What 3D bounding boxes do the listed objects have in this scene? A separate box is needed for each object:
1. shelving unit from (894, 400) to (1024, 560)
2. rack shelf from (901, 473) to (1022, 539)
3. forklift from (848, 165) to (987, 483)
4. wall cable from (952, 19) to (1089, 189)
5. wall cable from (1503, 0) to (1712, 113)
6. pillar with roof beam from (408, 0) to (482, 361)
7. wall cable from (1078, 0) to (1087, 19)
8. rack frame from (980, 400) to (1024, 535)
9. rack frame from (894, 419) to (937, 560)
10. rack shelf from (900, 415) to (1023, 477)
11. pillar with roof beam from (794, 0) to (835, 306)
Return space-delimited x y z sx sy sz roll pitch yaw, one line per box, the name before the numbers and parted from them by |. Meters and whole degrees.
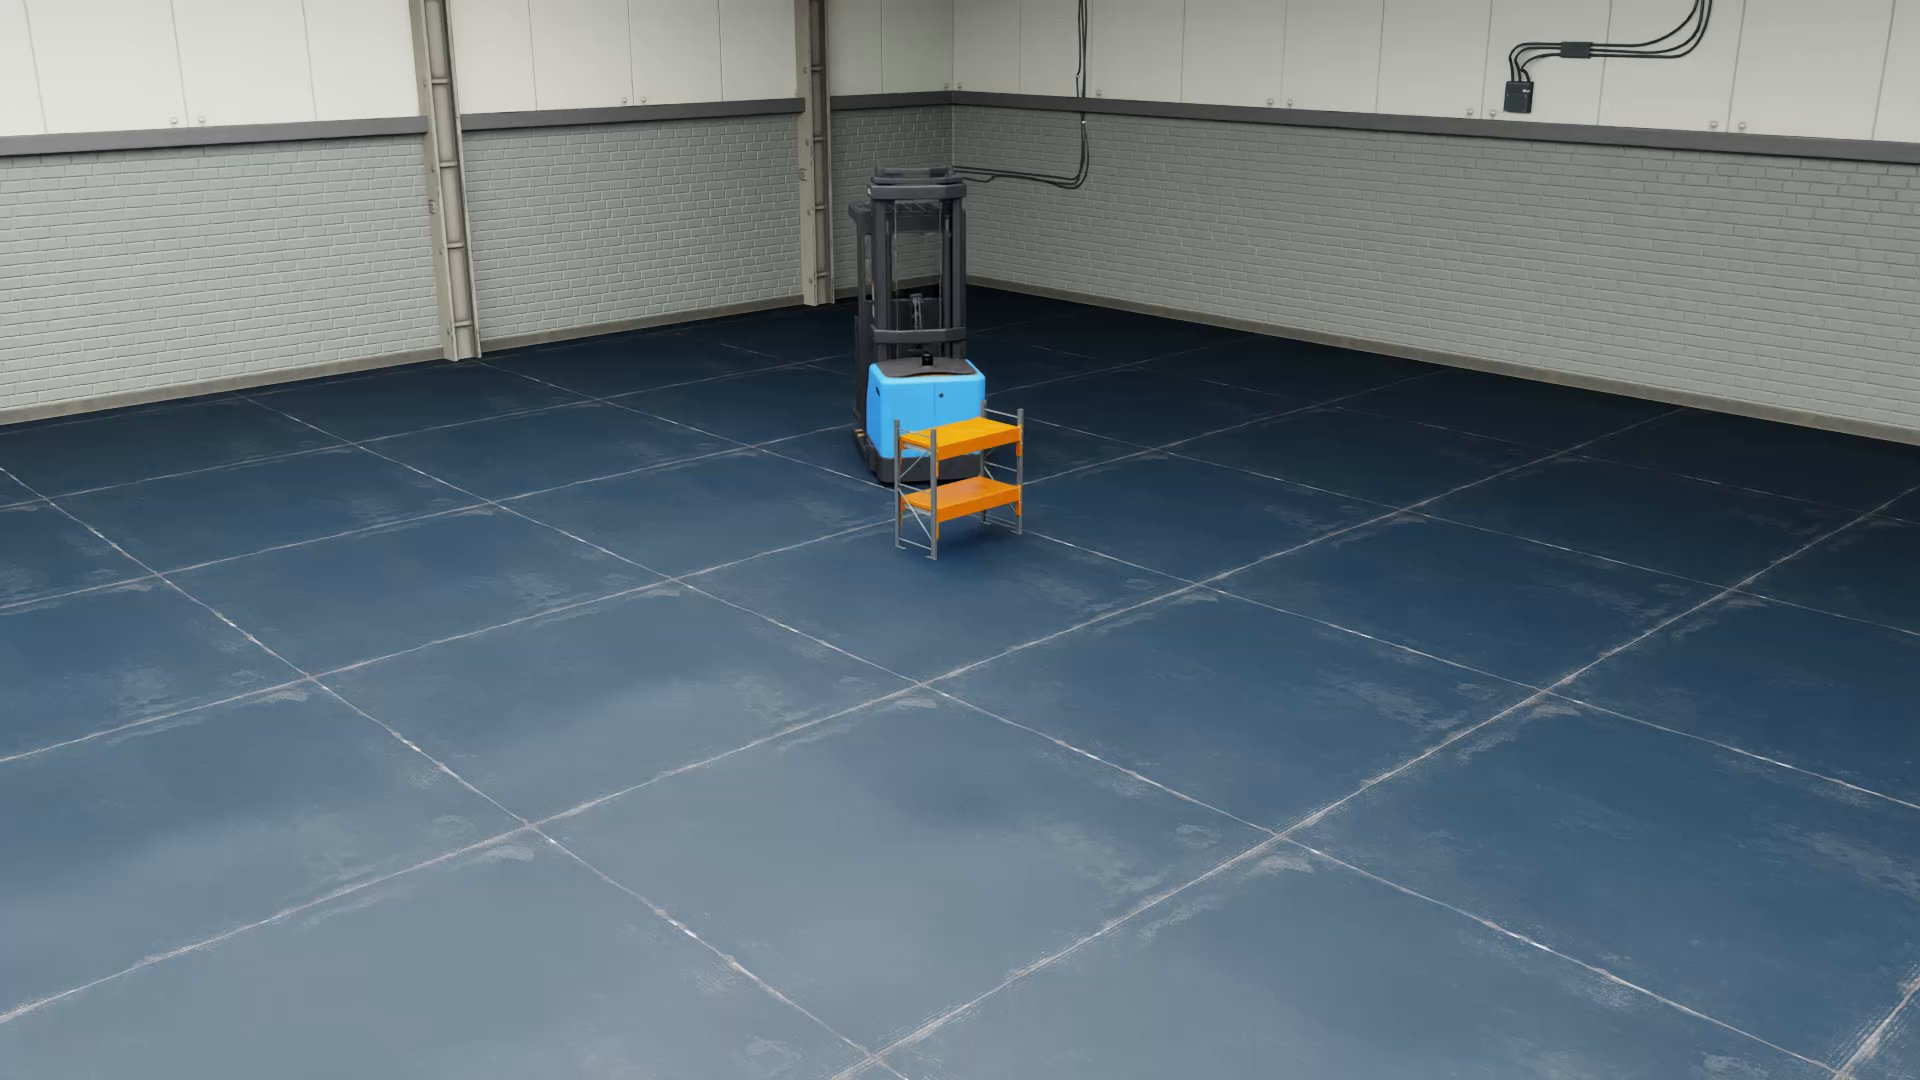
shelving unit | -0.005 -0.534 14.307 1.048 1.125 0.538 -16 24 -41
rack shelf | -0.005 -0.301 14.382 1.000 0.278 0.538 -16 24 -41
forklift | -0.530 -2.359 17.008 1.130 2.935 3.031 -3 18 -11
wall cable | 0.857 -6.808 25.925 0.112 2.526 3.097 -16 24 -41
wall cable | 7.368 -7.772 18.350 0.169 6.003 2.305 -16 24 -41
pillar with roof beam | -3.594 -5.721 17.538 0.400 9.000 9.100 -16 24 -41
wall cable | 2.715 -8.604 23.277 0.112 2.526 3.097 -16 24 -41
rack frame | 0.364 -0.641 14.639 0.032 1.125 0.500 -16 24 -41
rack frame | -0.374 -0.426 13.975 0.032 1.125 0.500 -16 24 -41
rack shelf | -0.005 -0.812 14.217 1.000 0.278 0.538 -16 24 -41
pillar with roof beam | 0.765 -6.992 21.460 0.400 9.000 9.100 -16 24 -41
